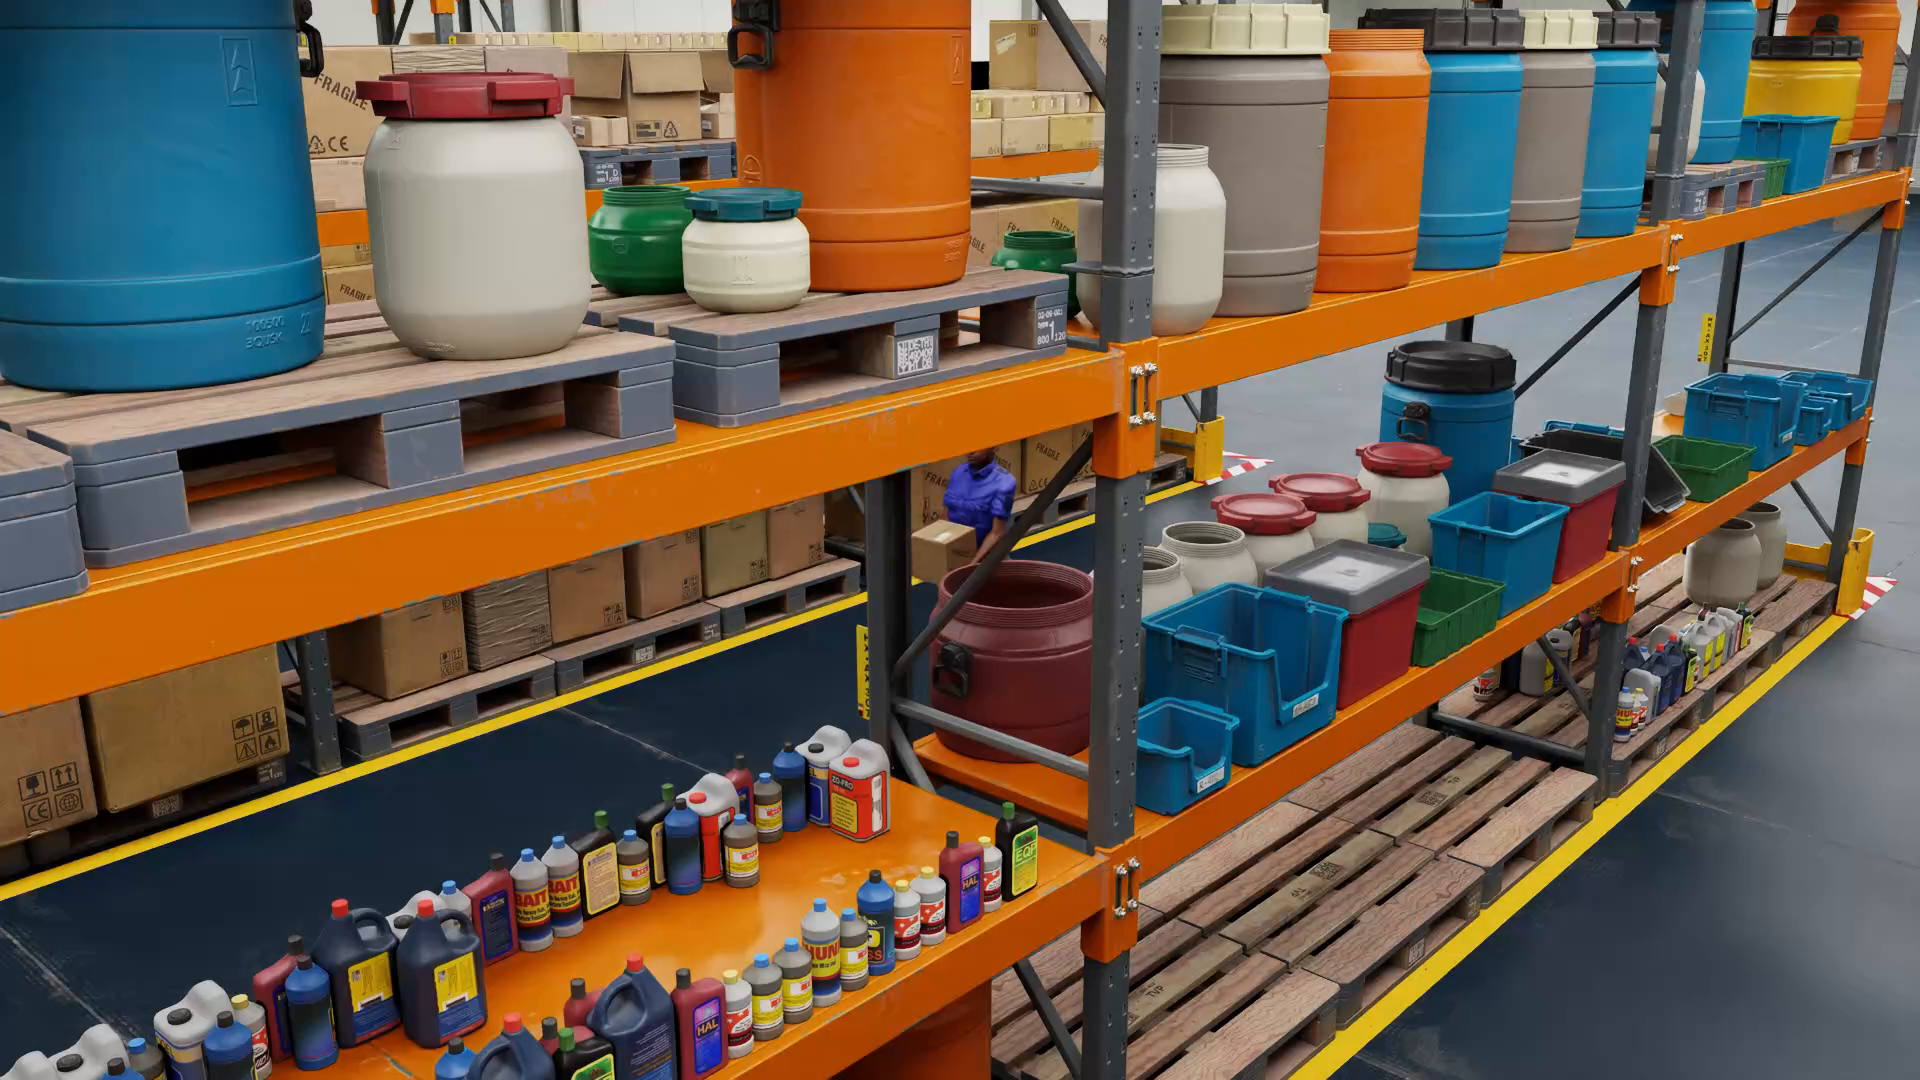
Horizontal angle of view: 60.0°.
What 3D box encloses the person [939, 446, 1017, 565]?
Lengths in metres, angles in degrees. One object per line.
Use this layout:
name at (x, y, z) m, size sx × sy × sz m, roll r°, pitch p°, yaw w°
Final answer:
person at (0.036, 0.183, 8.972) m, size 0.445 × 1.656 × 0.496 m, roll 14°, pitch 22°, yaw 39°
